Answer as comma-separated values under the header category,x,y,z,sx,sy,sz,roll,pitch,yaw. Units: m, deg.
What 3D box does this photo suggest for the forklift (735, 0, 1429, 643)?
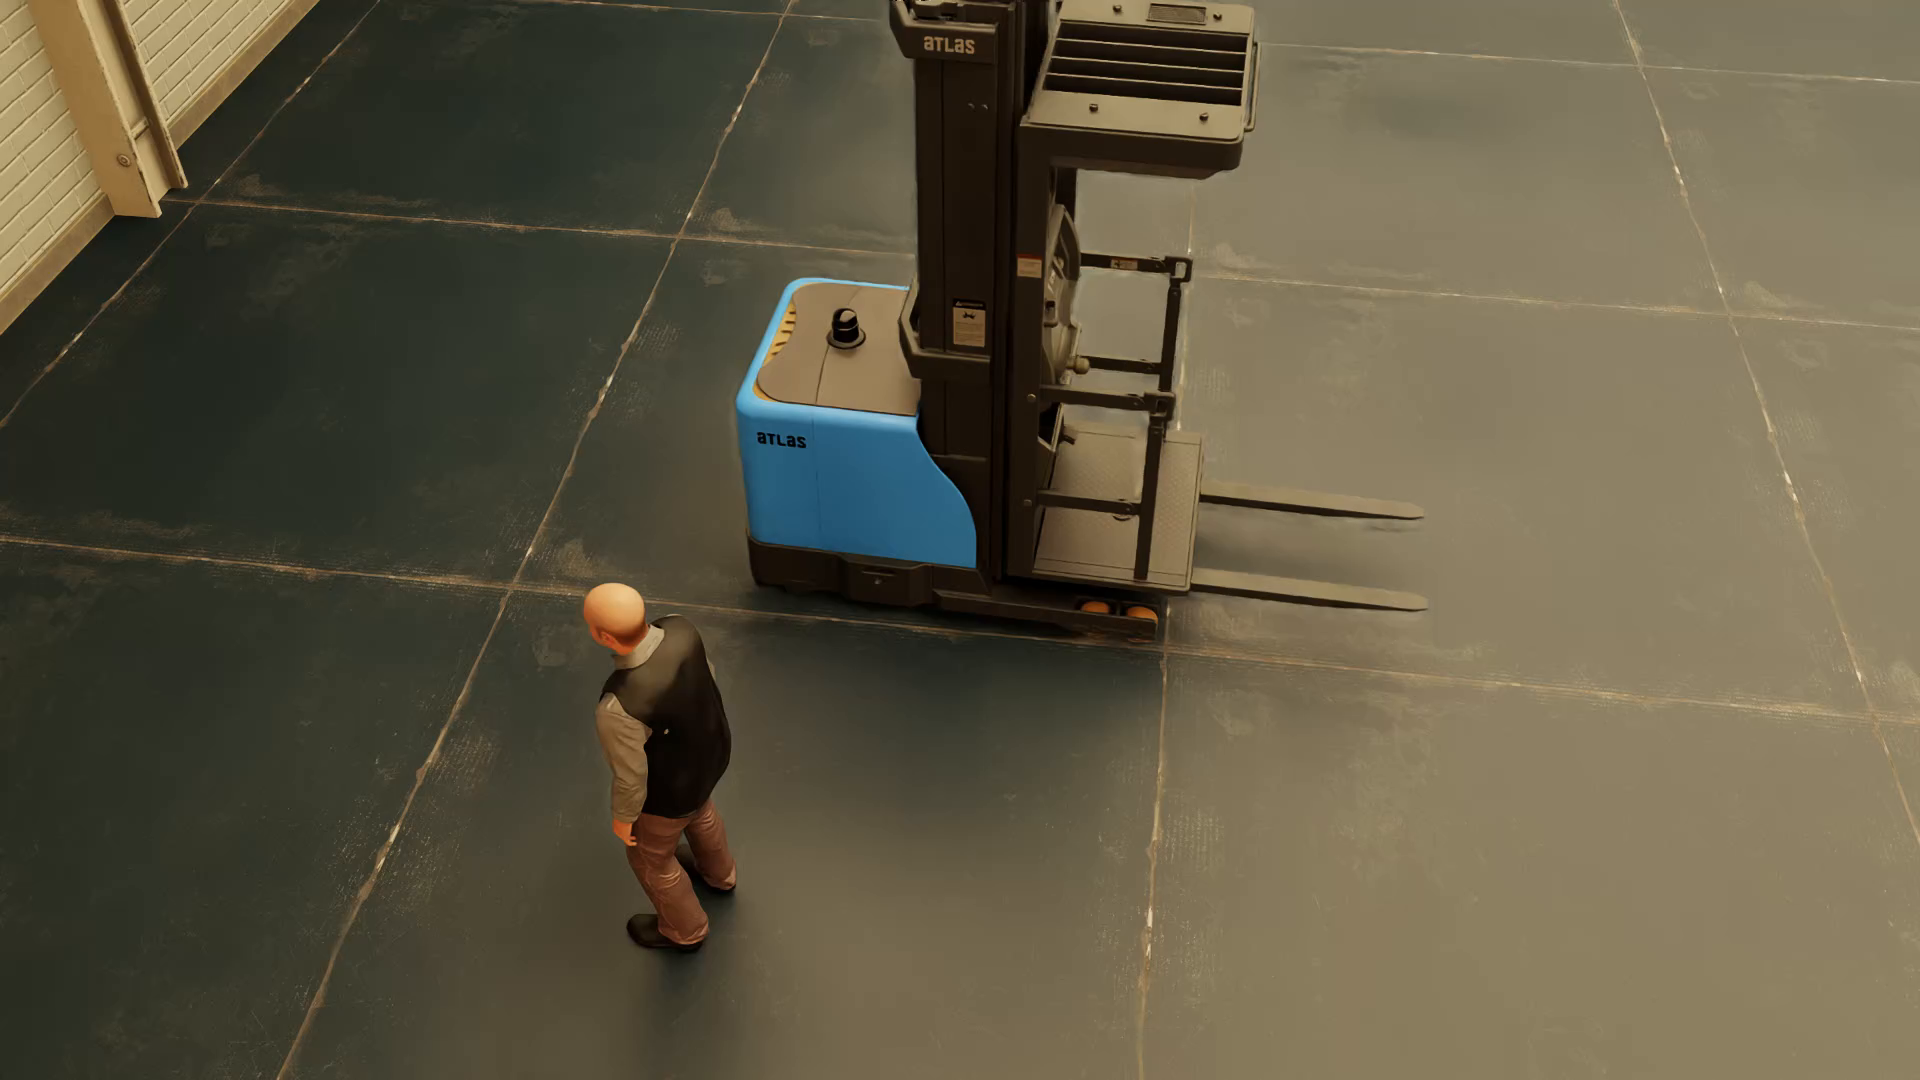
category,x,y,z,sx,sy,sz,roll,pitch,yaw
forklift,0.604,-1.013,6.827,3.031,2.935,1.130,7,43,7

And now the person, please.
category,x,y,z,sx,sy,sz,roll,pitch,yaw
person,-1.008,0.800,5.750,0.424,1.719,0.582,16,45,17
